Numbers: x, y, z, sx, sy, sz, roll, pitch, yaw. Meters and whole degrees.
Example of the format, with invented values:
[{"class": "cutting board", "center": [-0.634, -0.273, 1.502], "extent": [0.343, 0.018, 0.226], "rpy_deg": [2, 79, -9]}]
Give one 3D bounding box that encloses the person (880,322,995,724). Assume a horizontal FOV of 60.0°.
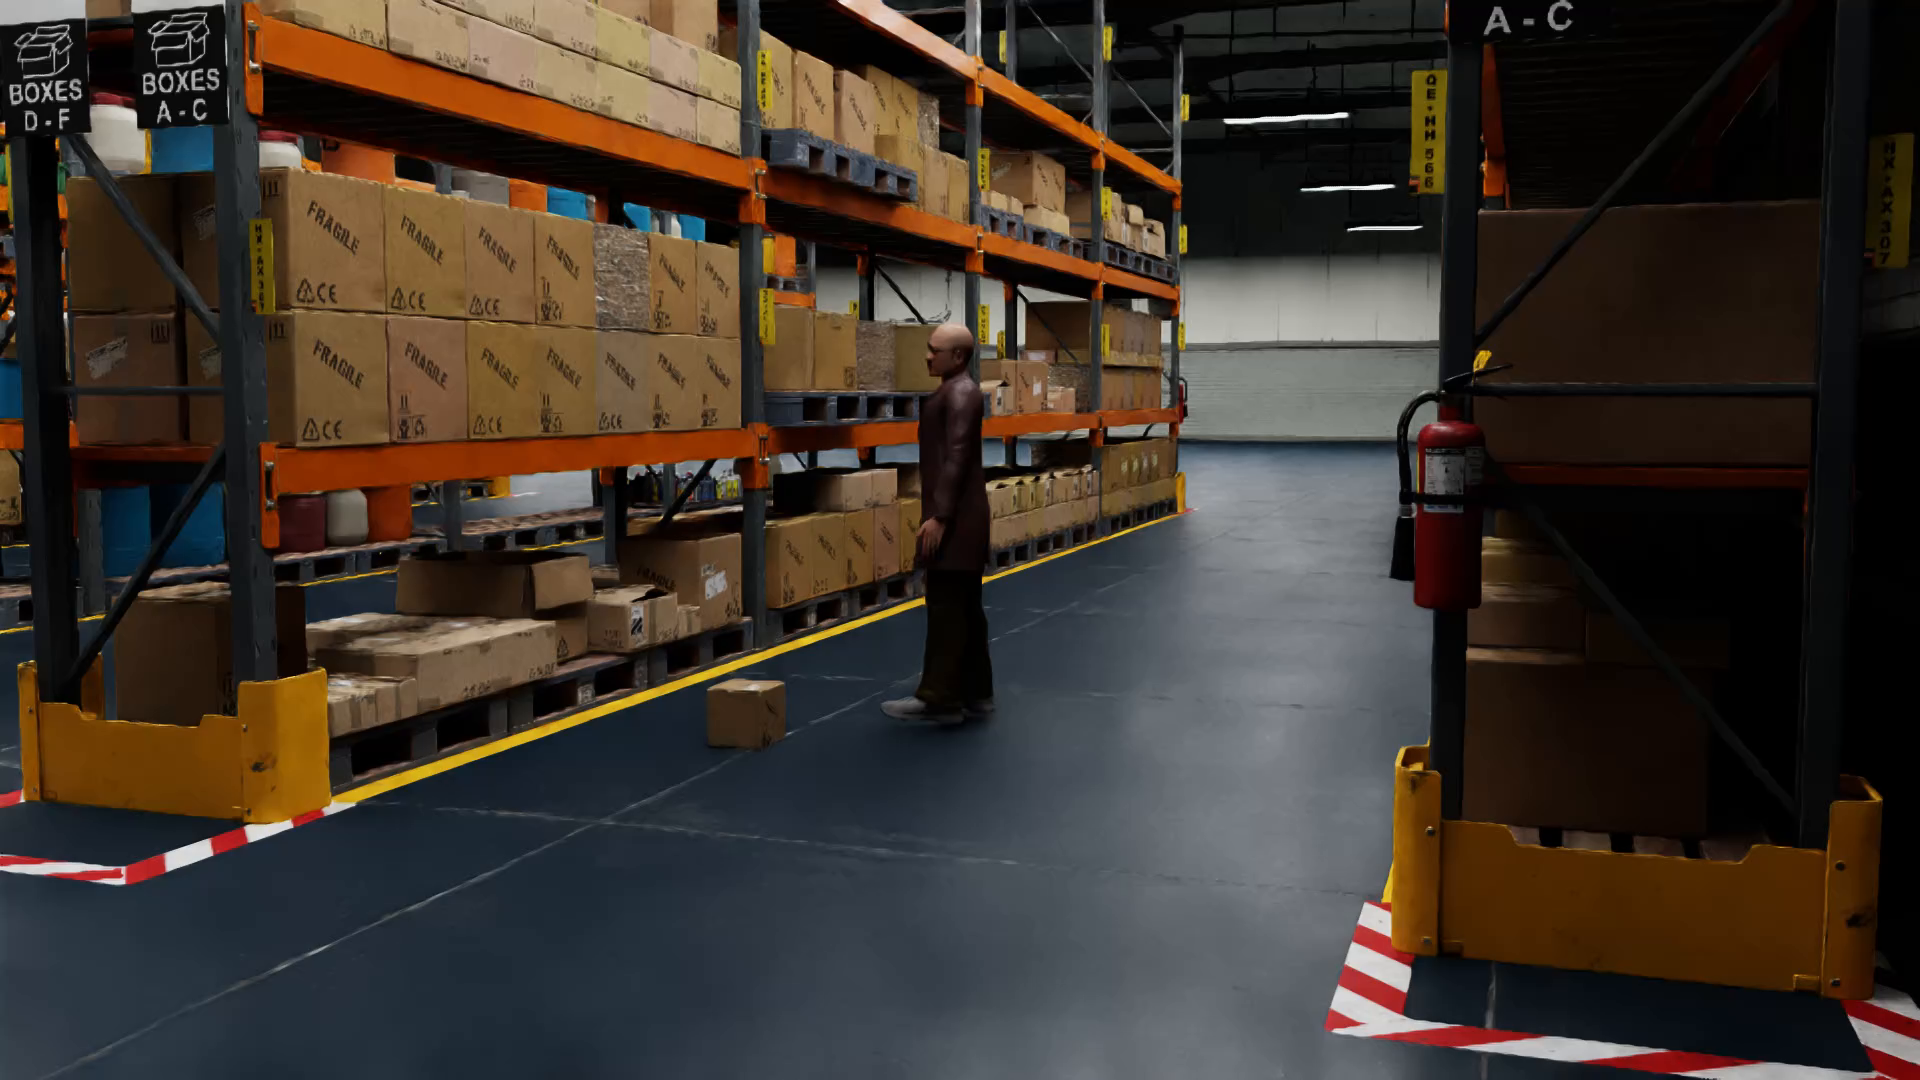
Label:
[{"class": "person", "center": [-0.097, -0.080, 7.474], "extent": [0.520, 1.789, 0.647], "rpy_deg": [0, 5, 0]}]
